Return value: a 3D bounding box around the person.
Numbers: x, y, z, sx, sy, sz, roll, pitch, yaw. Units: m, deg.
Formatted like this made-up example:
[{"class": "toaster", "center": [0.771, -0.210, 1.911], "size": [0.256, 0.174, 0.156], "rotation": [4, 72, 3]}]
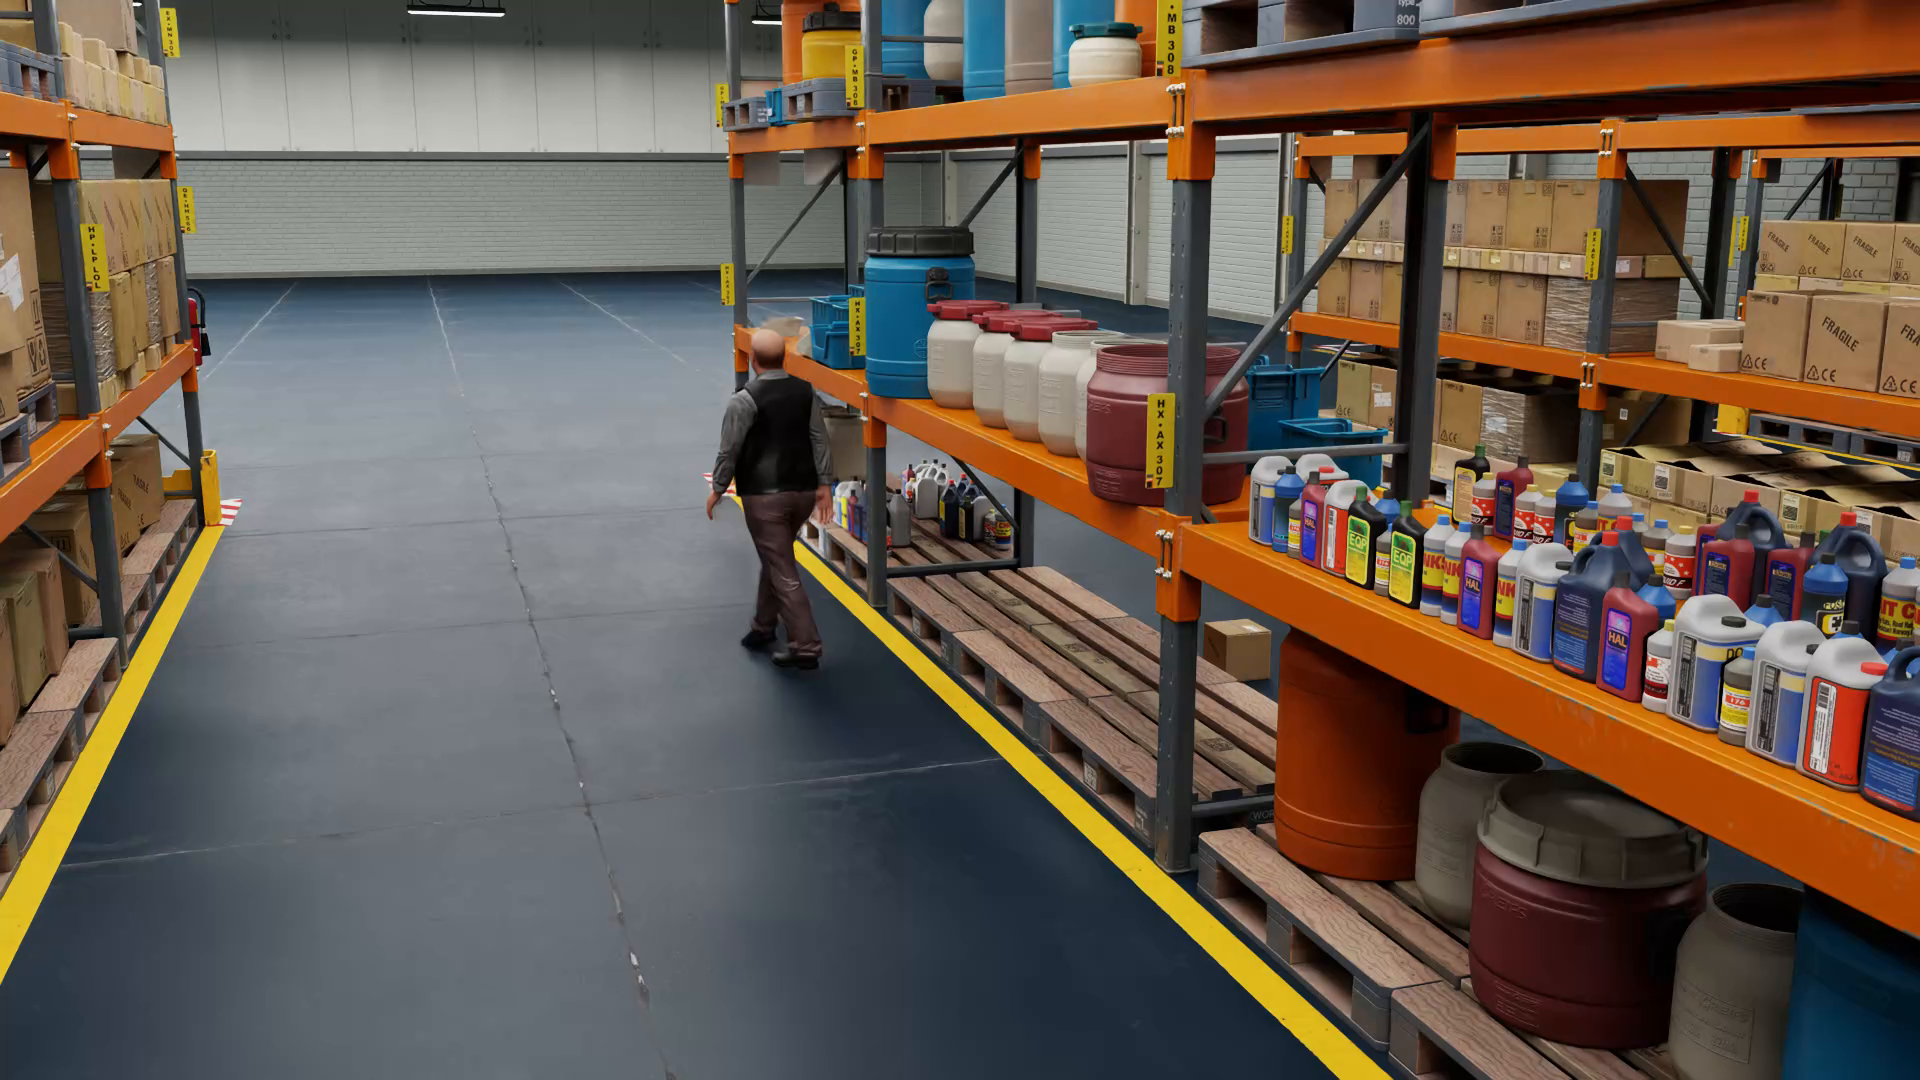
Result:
[{"class": "person", "center": [-0.974, -0.198, 8.468], "size": [0.832, 1.745, 0.567], "rotation": [12, 17, 43]}]
